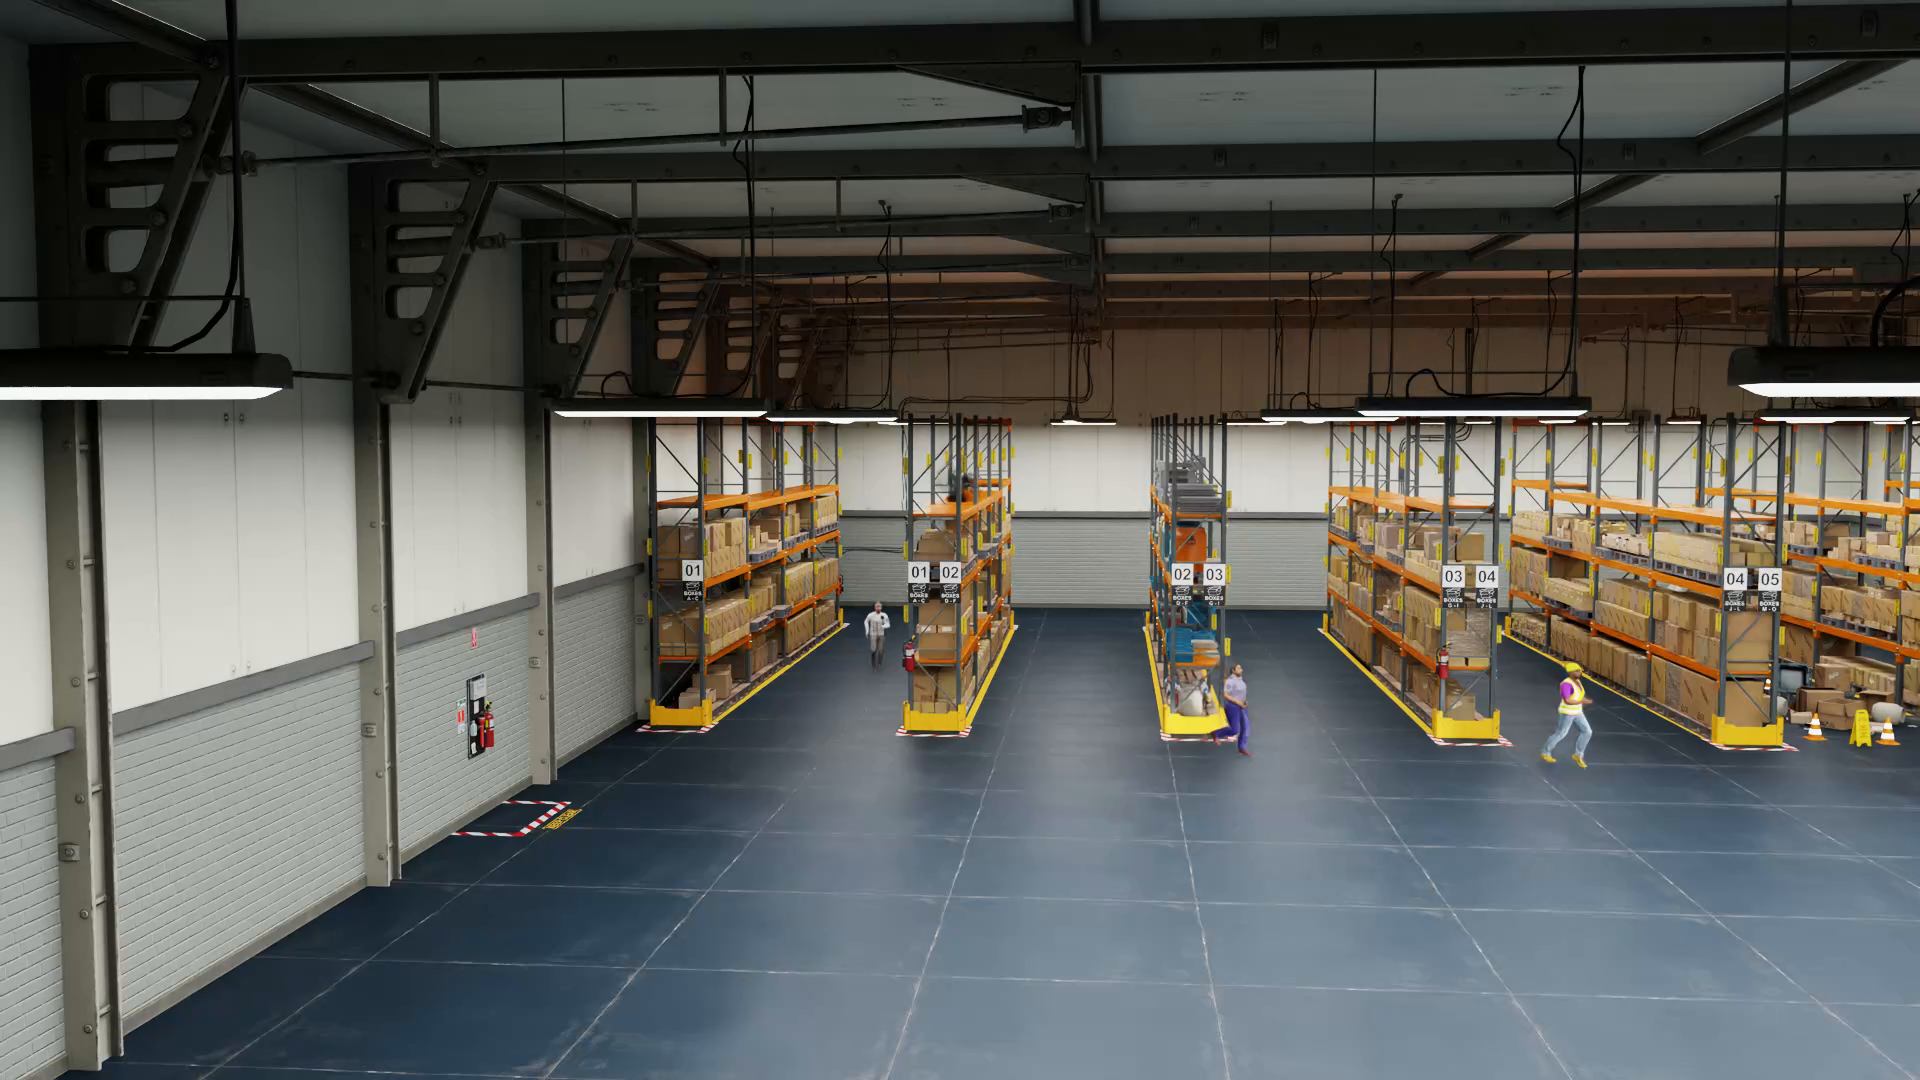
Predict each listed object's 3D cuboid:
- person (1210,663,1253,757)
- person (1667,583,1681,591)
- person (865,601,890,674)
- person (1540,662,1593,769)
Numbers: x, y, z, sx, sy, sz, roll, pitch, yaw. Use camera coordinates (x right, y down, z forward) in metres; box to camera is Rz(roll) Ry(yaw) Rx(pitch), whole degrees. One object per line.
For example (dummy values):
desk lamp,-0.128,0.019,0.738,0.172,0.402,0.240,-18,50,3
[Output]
person,4.801,2.966,29.208,0.769,1.644,0.620,3,5,35
person,20.270,1.700,47.077,0.638,1.730,0.762,1,4,13
person,-1.928,2.265,38.834,0.580,1.715,0.694,0,4,-5
person,10.307,2.953,28.104,0.710,1.801,0.892,-4,5,-43
